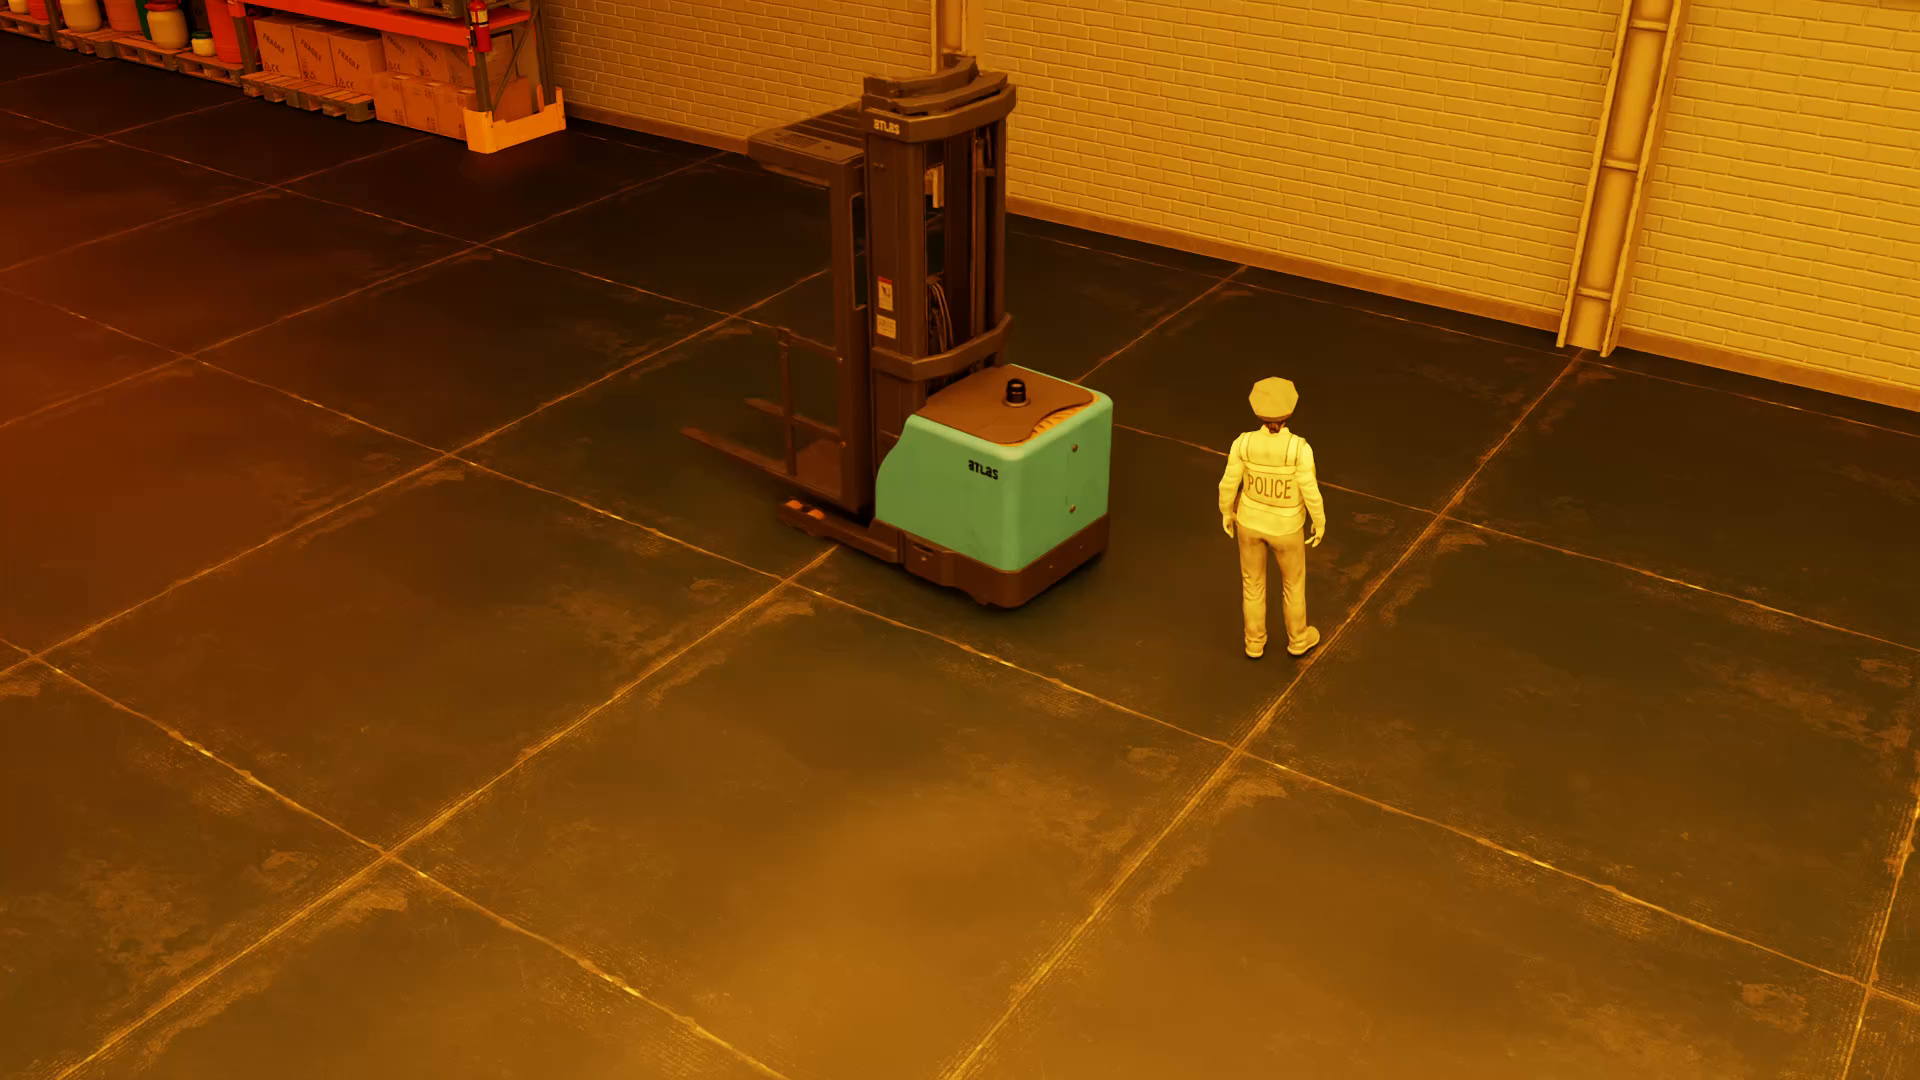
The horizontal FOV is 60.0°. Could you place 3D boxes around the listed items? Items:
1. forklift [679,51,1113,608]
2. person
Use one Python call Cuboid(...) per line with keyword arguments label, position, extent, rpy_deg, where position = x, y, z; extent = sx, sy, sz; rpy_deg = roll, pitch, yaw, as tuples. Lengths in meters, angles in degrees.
Cuboid(label="forklift", position=(-0.540, -1.473, 10.118), extent=(3.031, 2.935, 1.130), rpy_deg=(22, 37, 33))
Cuboid(label="person", position=(1.701, -0.122, 9.008), extent=(0.588, 1.695, 0.532), rpy_deg=(12, 32, 20))
